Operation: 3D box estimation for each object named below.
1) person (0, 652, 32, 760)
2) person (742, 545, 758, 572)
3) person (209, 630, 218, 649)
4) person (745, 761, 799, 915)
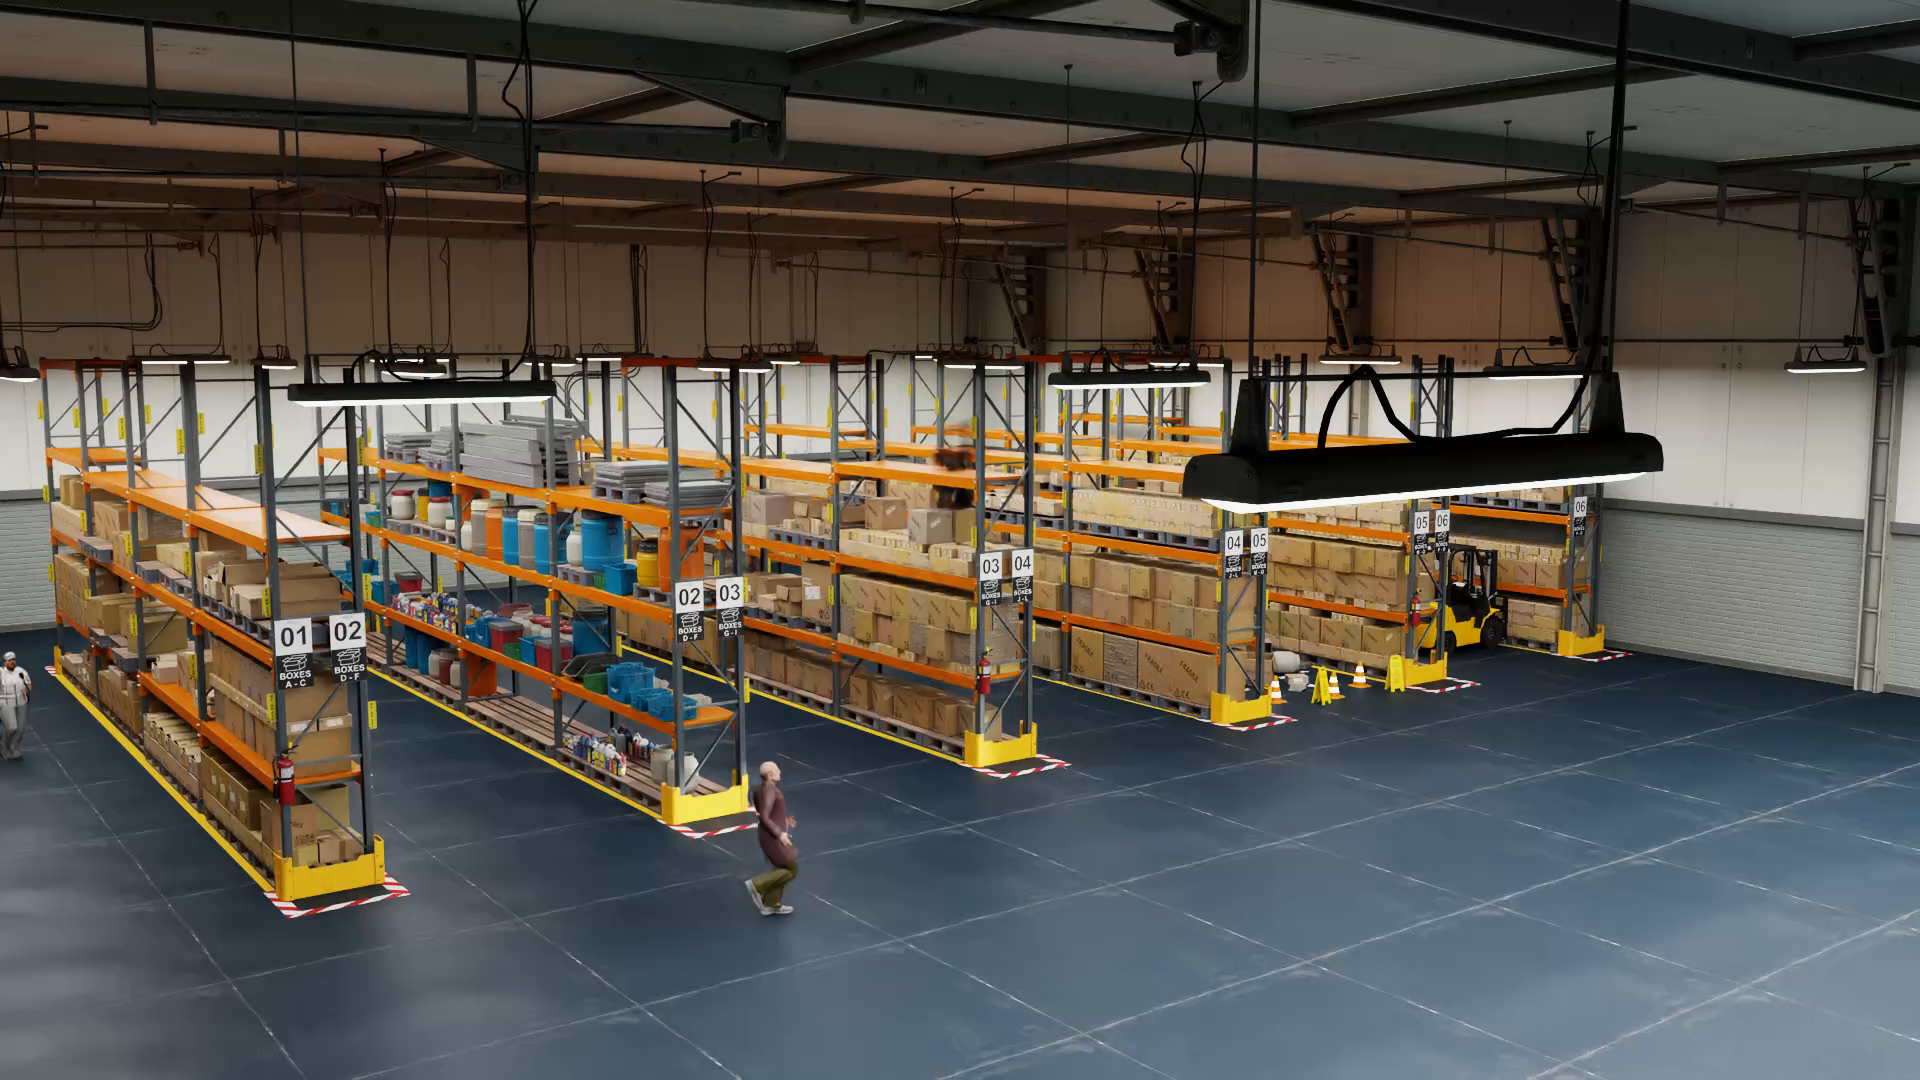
[{"bbox_3d":[-14.295,2.501,25.094,0.629,1.632,0.585,5,9,38],"label":"person"},{"bbox_3d":[-5.261,0.471,41.708,0.894,1.707,0.673,-1,7,-8],"label":"person"},{"bbox_3d":[-14.369,1.730,31.889,0.528,1.557,0.528,-5,9,-38],"label":"person"},{"bbox_3d":[-2.080,3.287,18.305,0.637,1.732,0.710,-2,7,-18],"label":"person"}]
